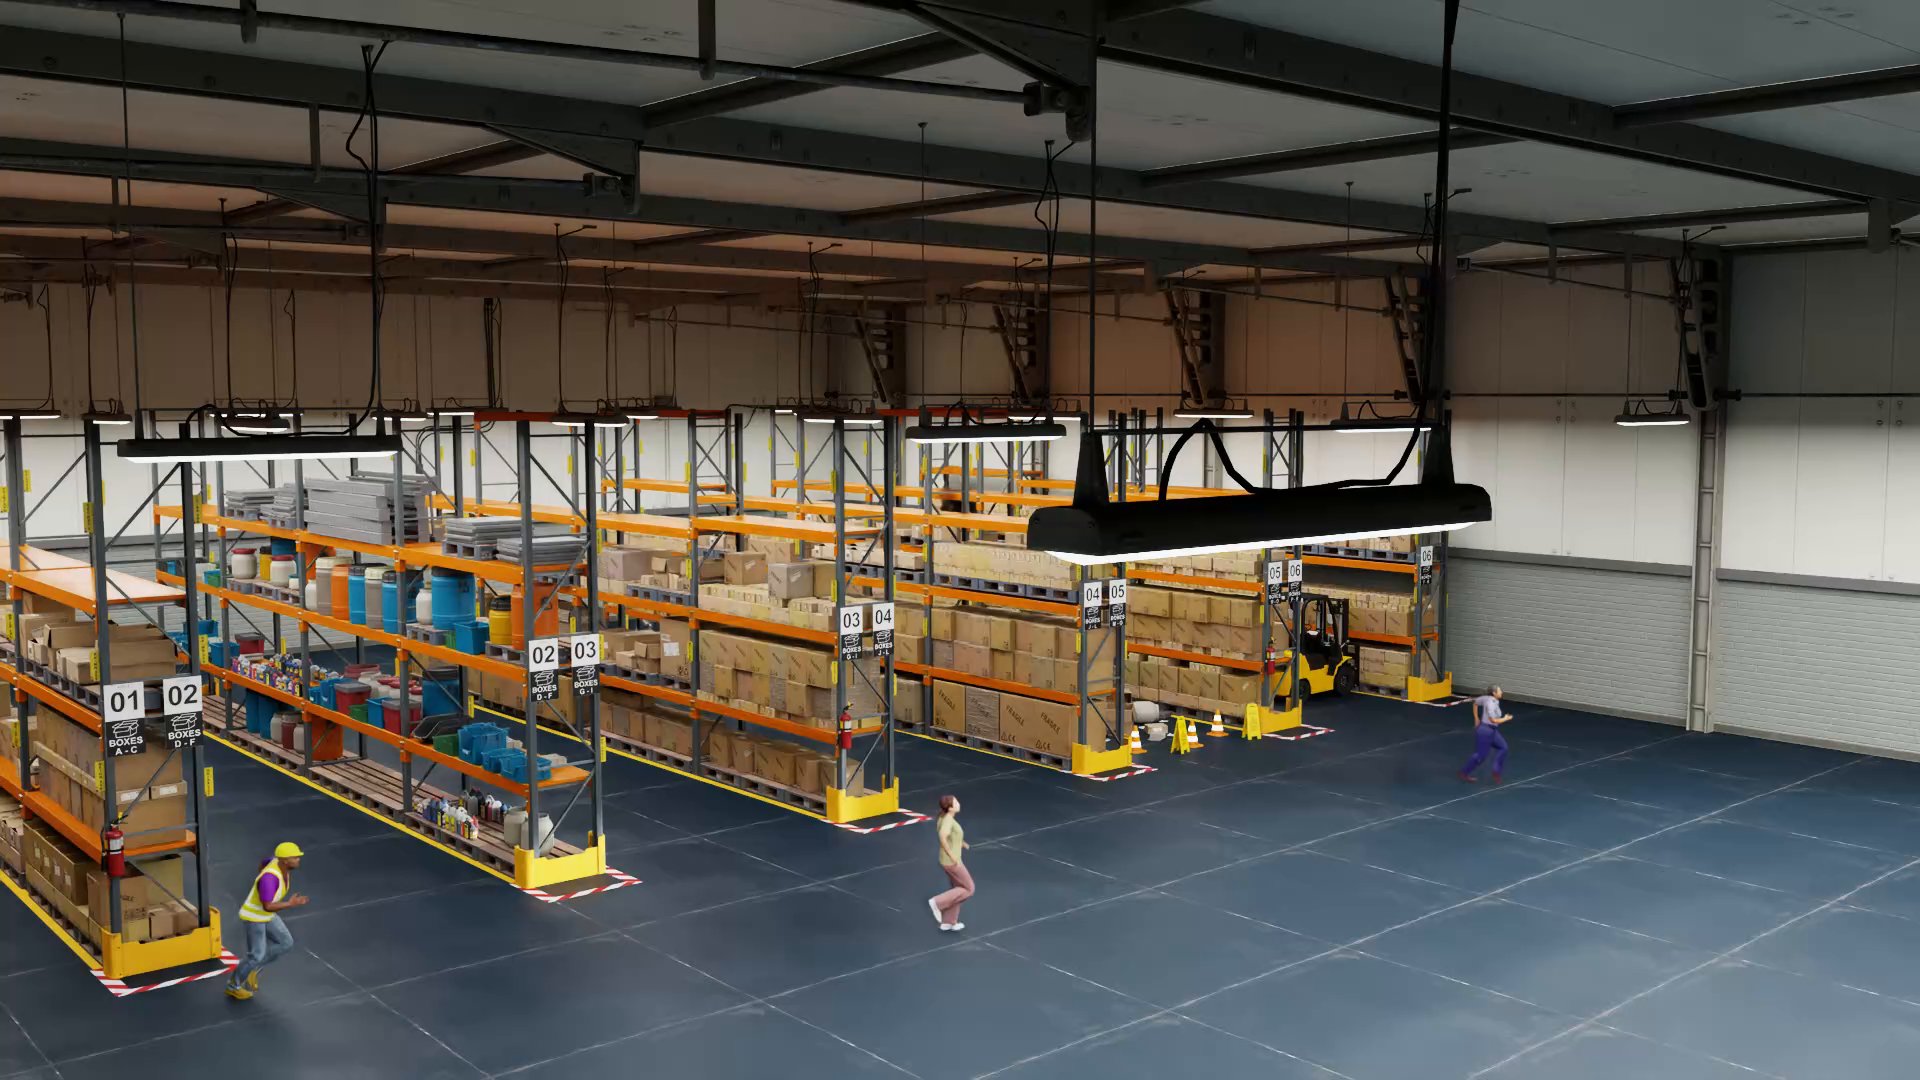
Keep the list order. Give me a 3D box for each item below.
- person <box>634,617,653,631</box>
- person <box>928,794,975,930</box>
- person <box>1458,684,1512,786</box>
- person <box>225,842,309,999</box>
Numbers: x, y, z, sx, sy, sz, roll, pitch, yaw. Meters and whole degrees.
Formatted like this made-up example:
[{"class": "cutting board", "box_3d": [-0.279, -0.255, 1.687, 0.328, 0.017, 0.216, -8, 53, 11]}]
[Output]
[{"class": "person", "box_3d": [-8.149, 1.721, 42.665, 0.669, 1.766, 0.898, 3, 6, 31]}, {"class": "person", "box_3d": [-0.116, 3.800, 19.611, 0.547, 1.623, 0.627, -1, 5, -9]}, {"class": "person", "box_3d": [8.506, 3.159, 26.929, 0.819, 1.675, 0.627, 1, 5, 14]}, {"class": "person", "box_3d": [-7.278, 3.977, 17.514, 0.893, 1.618, 0.724, -1, 5, -6]}]
